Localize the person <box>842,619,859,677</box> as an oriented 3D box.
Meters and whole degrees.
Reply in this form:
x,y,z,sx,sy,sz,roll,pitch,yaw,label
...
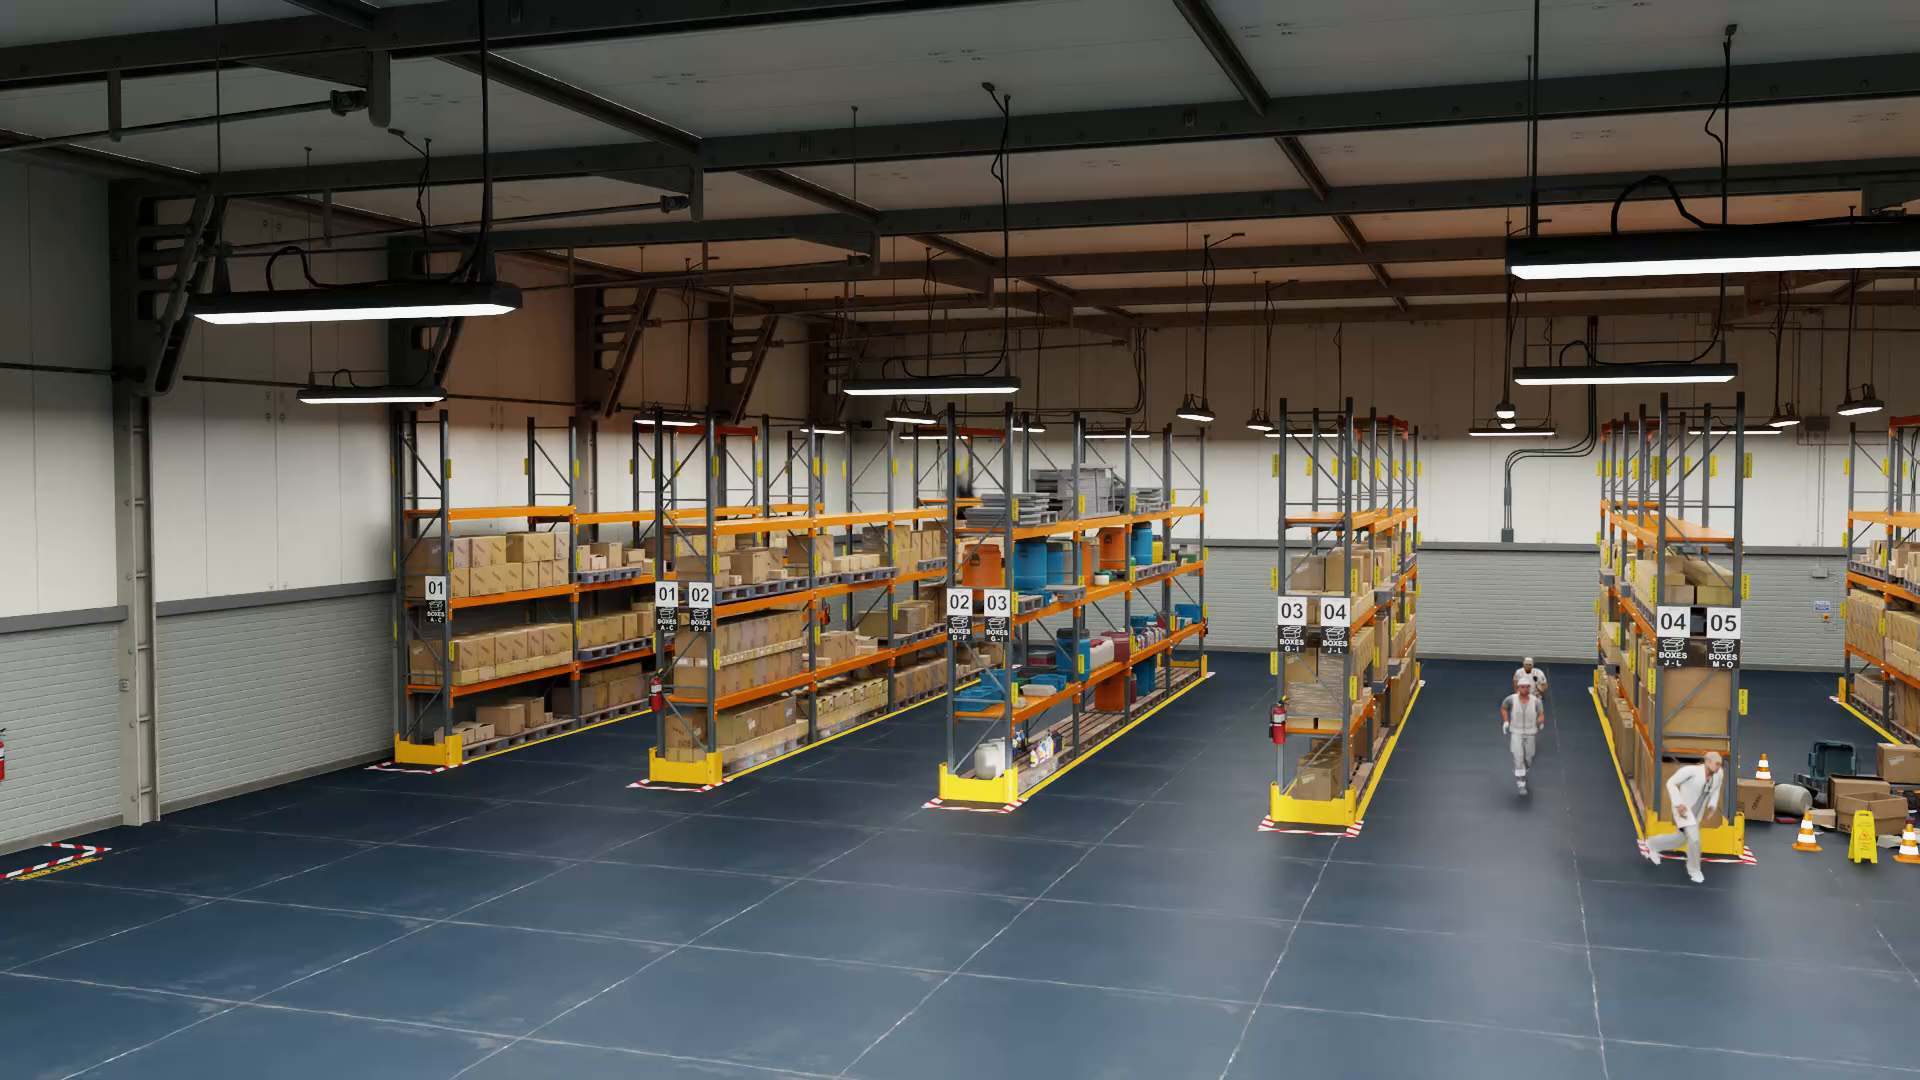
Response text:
x,y,z,sx,sy,sz,roll,pitch,yaw,label
-2.534,2.569,37.764,0.572,1.631,0.537,1,3,22,person

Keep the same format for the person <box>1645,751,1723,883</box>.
x,y,z,sx,sy,sz,roll,pitch,yaw,label
8.923,3.342,20.449,0.712,1.626,1.034,-1,3,-20,person

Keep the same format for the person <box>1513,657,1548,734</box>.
x,y,z,sx,sy,sz,roll,pitch,yaw,label
10.260,2.917,29.923,0.607,1.665,1.051,1,3,22,person

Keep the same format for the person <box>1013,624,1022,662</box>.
x,y,z,sx,sy,sz,roll,pitch,yaw,label
1.340,2.361,42.964,0.566,1.711,0.742,-2,3,-41,person

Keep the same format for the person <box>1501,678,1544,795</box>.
x,y,z,sx,sy,sz,roll,pitch,yaw,label
8.740,3.010,25.851,0.628,1.779,0.947,1,2,12,person
